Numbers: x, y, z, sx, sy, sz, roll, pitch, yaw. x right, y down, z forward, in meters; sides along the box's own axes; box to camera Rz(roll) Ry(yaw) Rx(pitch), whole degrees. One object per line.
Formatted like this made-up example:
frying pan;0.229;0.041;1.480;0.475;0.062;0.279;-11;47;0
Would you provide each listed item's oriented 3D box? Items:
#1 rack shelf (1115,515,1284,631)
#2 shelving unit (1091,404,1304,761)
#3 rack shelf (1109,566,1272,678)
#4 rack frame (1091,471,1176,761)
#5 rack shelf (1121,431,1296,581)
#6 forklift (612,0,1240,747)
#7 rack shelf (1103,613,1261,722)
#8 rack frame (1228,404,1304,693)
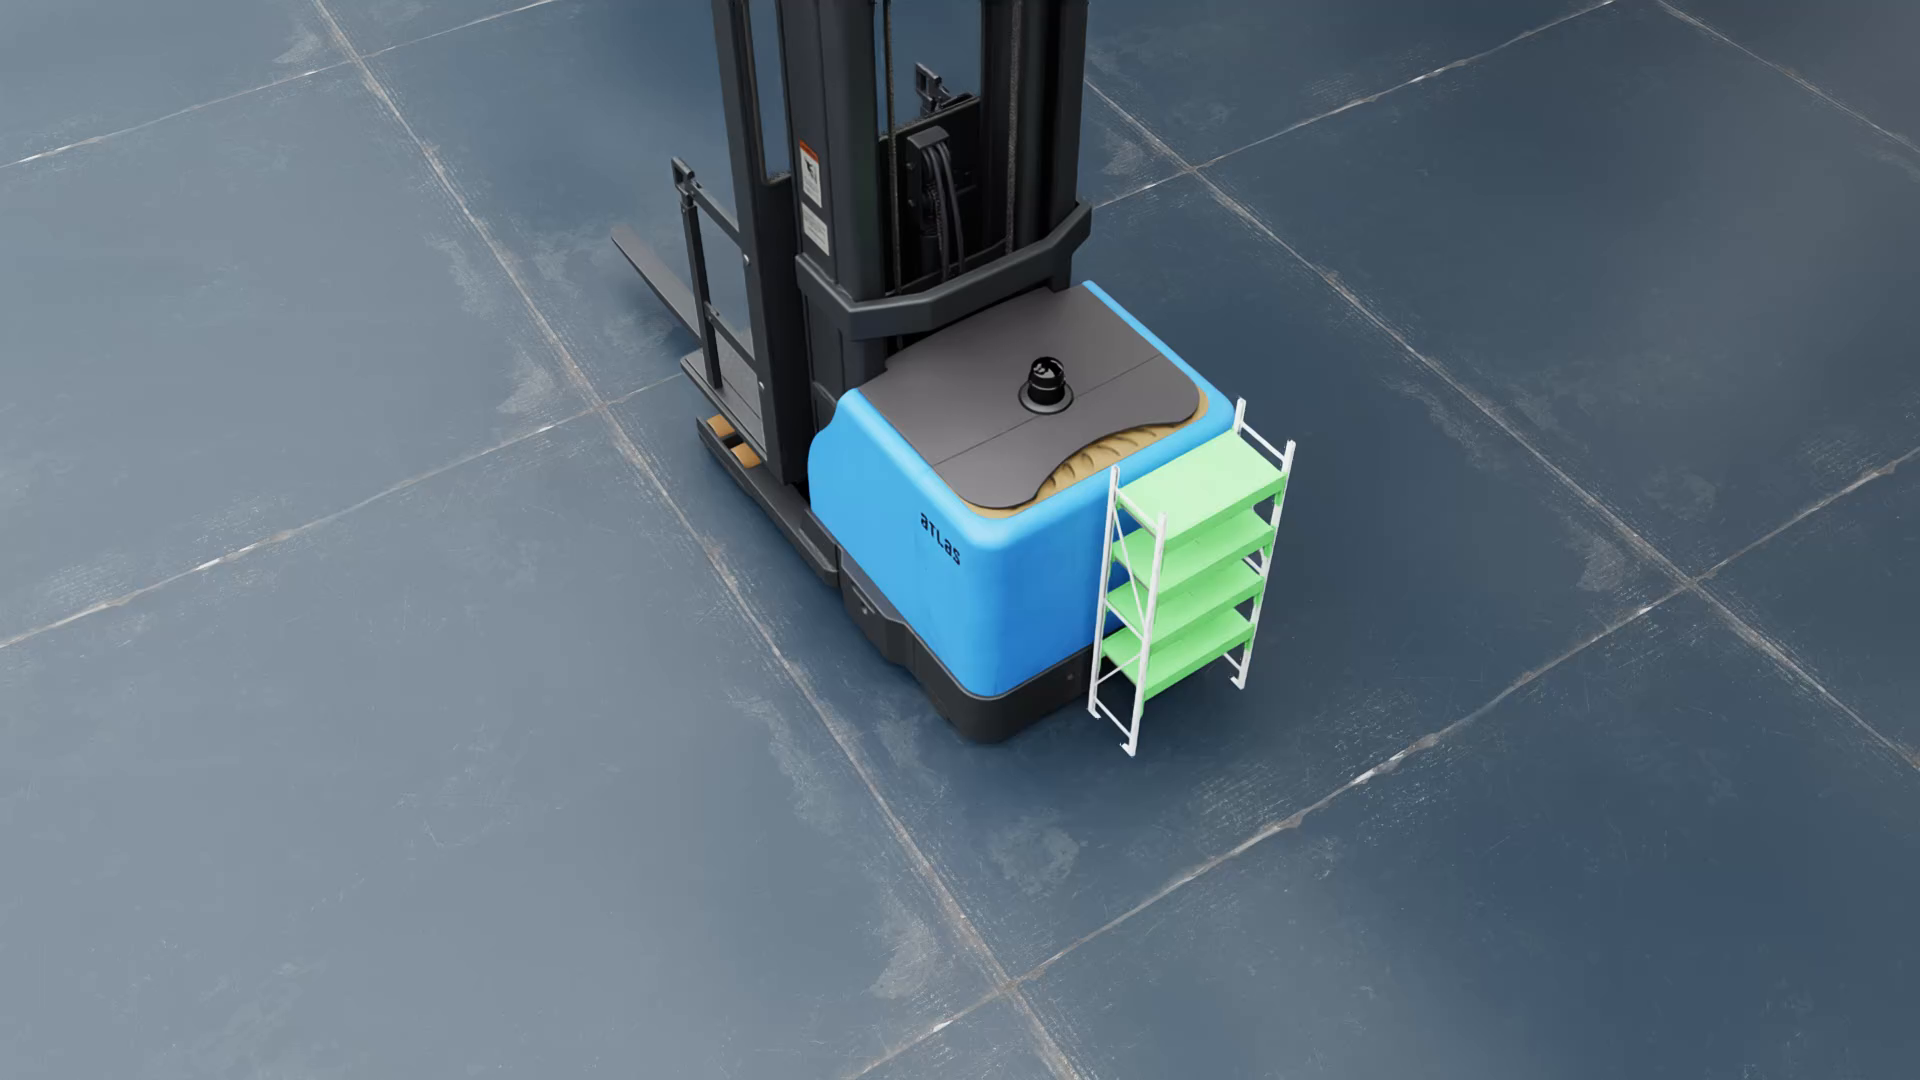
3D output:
rack shelf;0.732;0.051;5.163;0.480;0.148;0.258;-28;55;-23
shelving unit;0.731;0.167;5.296;0.503;1.200;0.258;-28;55;-23
rack shelf;0.730;0.209;5.344;0.480;0.148;0.258;-28;55;-23
rack frame;0.531;0.272;5.202;0.015;1.200;0.240;-28;55;-23
rack shelf;0.734;-0.107;4.982;0.480;0.148;0.258;-28;55;-23
forklift;-0.356;-1.359;5.498;1.130;2.935;3.031;-27;54;-22
rack shelf;0.729;0.367;5.525;0.480;0.148;0.258;-28;55;-23
rack frame;0.930;0.062;5.389;0.015;1.200;0.240;-28;55;-23
